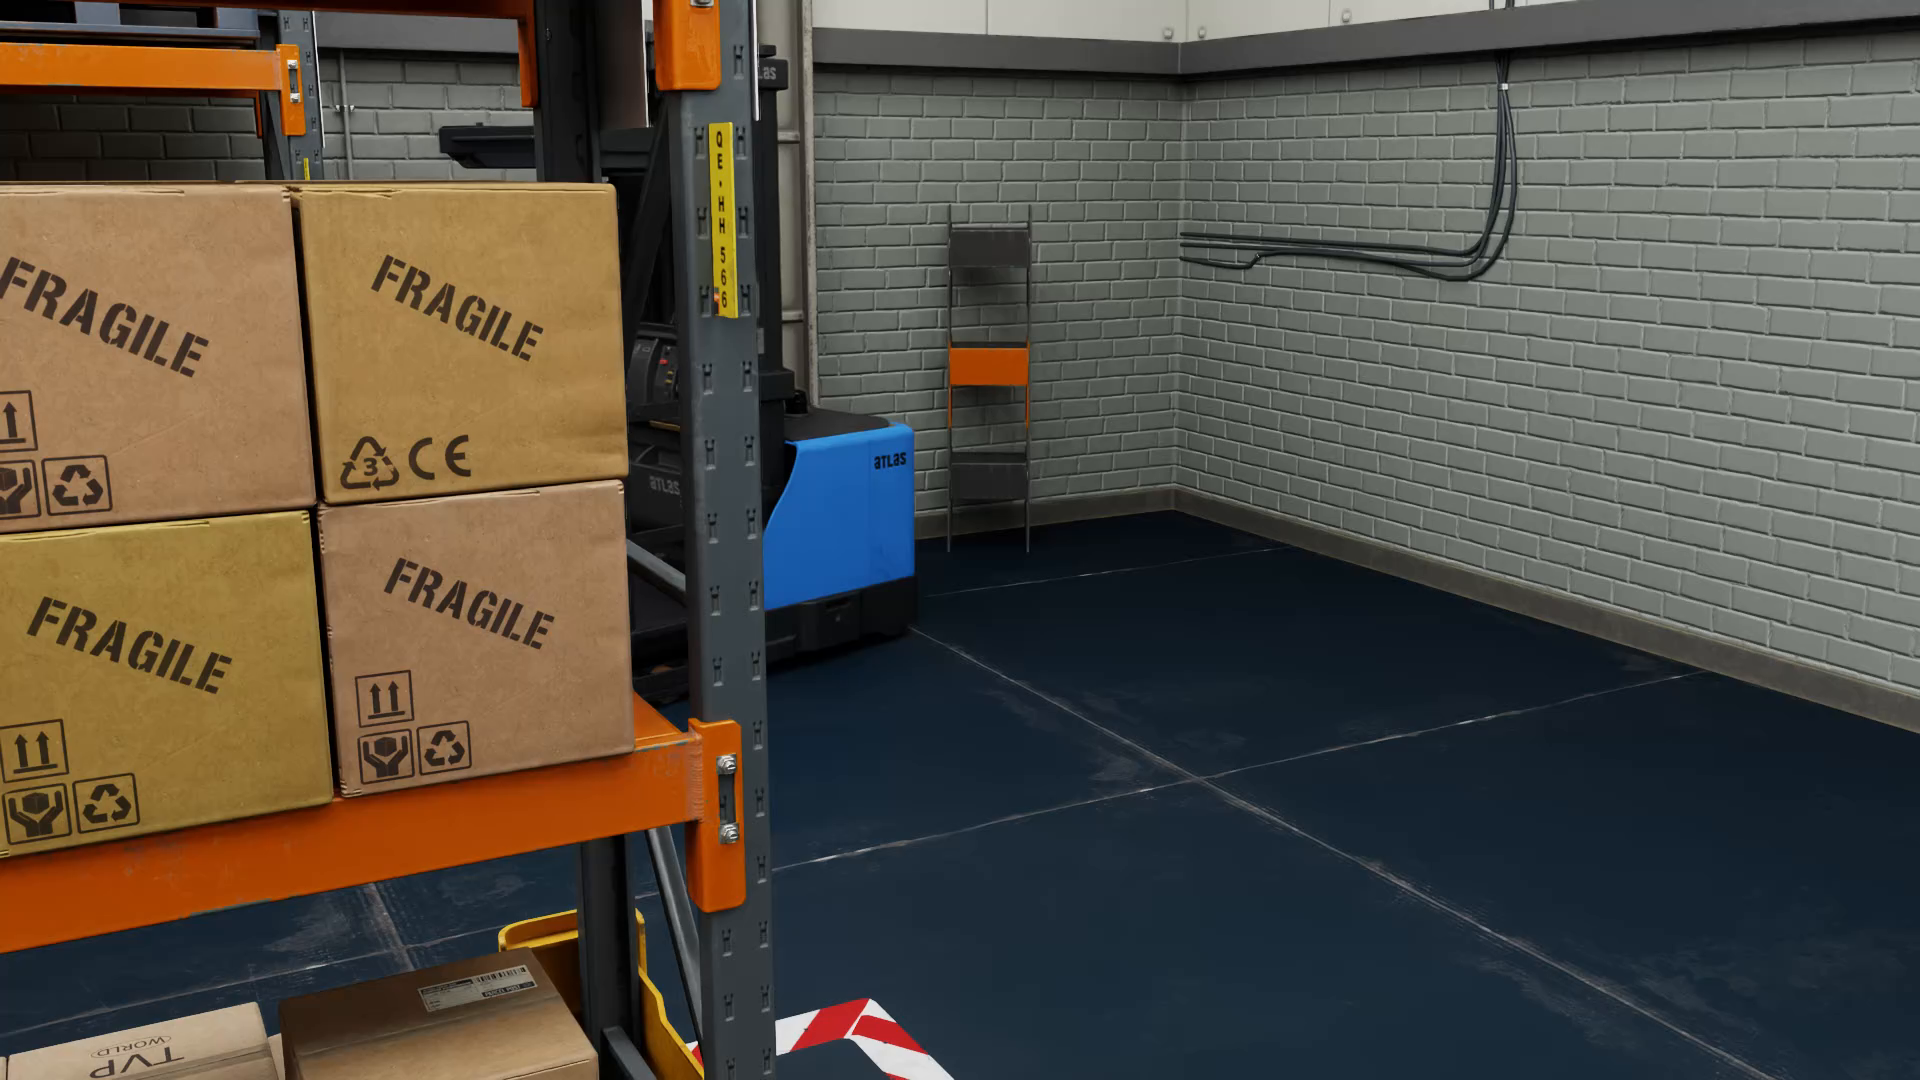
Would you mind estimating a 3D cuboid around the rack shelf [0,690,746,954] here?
[{"bbox_3d":[-2.408,0.626,2.632,4.000,0.370,1.077,-7,14,-28],"label":"rack shelf"}]

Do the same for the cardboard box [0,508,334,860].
[{"bbox_3d":[-1.369,0.171,2.789,0.500,0.500,0.500,-7,14,-27],"label":"cardboard box"}]

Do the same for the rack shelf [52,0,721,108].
[{"bbox_3d":[-2.408,-0.837,2.303,4.000,0.370,1.077,-7,14,-28],"label":"rack shelf"}]

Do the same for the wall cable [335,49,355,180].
[{"bbox_3d":[-2.359,-1.702,9.025,1.851,1.984,0.084,-7,14,-28],"label":"wall cable"}]

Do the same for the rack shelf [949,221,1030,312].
[{"bbox_3d":[0.179,-1.660,10.075,0.480,0.518,0.431,0,13,1],"label":"rack shelf"}]

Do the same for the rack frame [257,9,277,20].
[{"bbox_3d":[-3.030,-3.816,7.070,0.127,3.000,1.000,-7,14,-28],"label":"rack frame"}]

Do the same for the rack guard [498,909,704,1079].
[{"bbox_3d":[-0.720,1.293,3.727,0.348,0.500,1.175,-7,14,-28],"label":"rack guard"}]

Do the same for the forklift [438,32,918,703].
[{"bbox_3d":[-1.606,-0.801,7.495,1.130,2.935,3.031,12,18,43],"label":"forklift"}]

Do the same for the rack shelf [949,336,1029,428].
[{"bbox_3d":[0.179,-0.977,10.229,0.480,0.518,0.431,0,13,1],"label":"rack shelf"}]

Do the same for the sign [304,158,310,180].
[{"bbox_3d":[-2.782,-1.464,7.104,0.005,0.325,0.100,-7,14,-28],"label":"sign"}]

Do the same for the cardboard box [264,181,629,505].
[{"bbox_3d":[-0.912,-0.372,2.924,0.500,0.500,0.500,-7,14,-28],"label":"cardboard box"}]

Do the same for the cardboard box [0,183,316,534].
[{"bbox_3d":[-1.355,-0.318,2.687,0.500,0.500,0.500,-6,14,-26],"label":"cardboard box"}]

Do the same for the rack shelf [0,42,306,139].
[{"bbox_3d":[-4.785,-1.791,6.543,4.000,0.370,1.077,-7,14,-28],"label":"rack shelf"}]

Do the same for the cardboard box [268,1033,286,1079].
[{"bbox_3d":[-1.404,1.237,3.733,0.250,0.166,0.380,-7,14,-28],"label":"cardboard box"}]

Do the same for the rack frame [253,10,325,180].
[{"bbox_3d":[-3.030,-0.889,7.728,0.127,3.000,1.000,-7,14,-28],"label":"rack frame"}]

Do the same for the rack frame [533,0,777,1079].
[{"bbox_3d":[-0.654,0.064,3.491,0.053,2.616,0.949,-7,14,-28],"label":"rack frame"}]

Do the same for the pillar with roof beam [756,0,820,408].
[{"bbox_3d":[0.988,-3.437,5.386,0.400,9.000,9.100,-7,14,-28],"label":"pillar with roof beam"}]

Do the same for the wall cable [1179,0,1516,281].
[{"bbox_3d":[2.106,-2.827,9.748,0.112,2.526,3.097,-7,14,-28],"label":"wall cable"}]

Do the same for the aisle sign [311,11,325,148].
[{"bbox_3d":[-2.823,-2.107,7.220,0.004,0.787,0.394,-7,14,-28],"label":"aisle sign"}]

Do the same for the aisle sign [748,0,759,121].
[{"bbox_3d":[-0.446,-1.151,2.972,0.004,0.787,0.394,-7,14,-28],"label":"aisle sign"}]

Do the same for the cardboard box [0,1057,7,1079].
[{"bbox_3d":[-2.144,1.300,3.263,0.500,0.250,0.500,-7,14,-28],"label":"cardboard box"}]

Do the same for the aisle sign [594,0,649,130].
[{"bbox_3d":[-0.734,-1.267,3.486,0.004,0.787,0.394,-7,14,-28],"label":"aisle sign"}]

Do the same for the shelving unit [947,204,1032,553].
[{"bbox_3d":[0.179,-0.990,10.226,0.503,2.100,0.431,0,13,1],"label":"shelving unit"}]

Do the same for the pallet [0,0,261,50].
[{"bbox_3d":[-3.676,-2.229,7.053,1.213,0.211,1.003,-7,14,-28],"label":"pallet"}]

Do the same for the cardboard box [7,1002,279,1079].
[{"bbox_3d":[-1.705,1.247,3.497,0.500,0.250,0.500,-7,14,-28],"label":"cardboard box"}]

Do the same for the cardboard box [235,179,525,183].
[{"bbox_3d":[-1.169,-0.476,3.386,0.500,0.500,0.500,-6,14,-26],"label":"cardboard box"}]

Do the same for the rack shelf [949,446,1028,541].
[{"bbox_3d":[0.179,-0.294,10.383,0.480,0.518,0.431,0,13,1],"label":"rack shelf"}]

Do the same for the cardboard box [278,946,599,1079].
[{"bbox_3d":[-1.012,1.175,3.249,0.500,0.500,0.500,-7,14,-28],"label":"cardboard box"}]

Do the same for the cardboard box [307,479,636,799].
[{"bbox_3d":[-0.916,0.116,3.035,0.500,0.500,0.500,-6,14,-26],"label":"cardboard box"}]

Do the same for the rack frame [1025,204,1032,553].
[{"bbox_3d":[0.423,-0.989,10.221,0.015,2.100,0.400,0,13,1],"label":"rack frame"}]

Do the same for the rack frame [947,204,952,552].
[{"bbox_3d":[-0.065,-0.991,10.231,0.015,2.100,0.400,0,13,1],"label":"rack frame"}]

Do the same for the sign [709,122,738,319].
[{"bbox_3d":[-0.405,-0.545,2.842,0.005,0.325,0.100,-7,14,-28],"label":"sign"}]

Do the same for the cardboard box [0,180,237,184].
[{"bbox_3d":[-1.624,-0.419,3.135,0.500,0.500,0.500,-7,14,-27],"label":"cardboard box"}]
